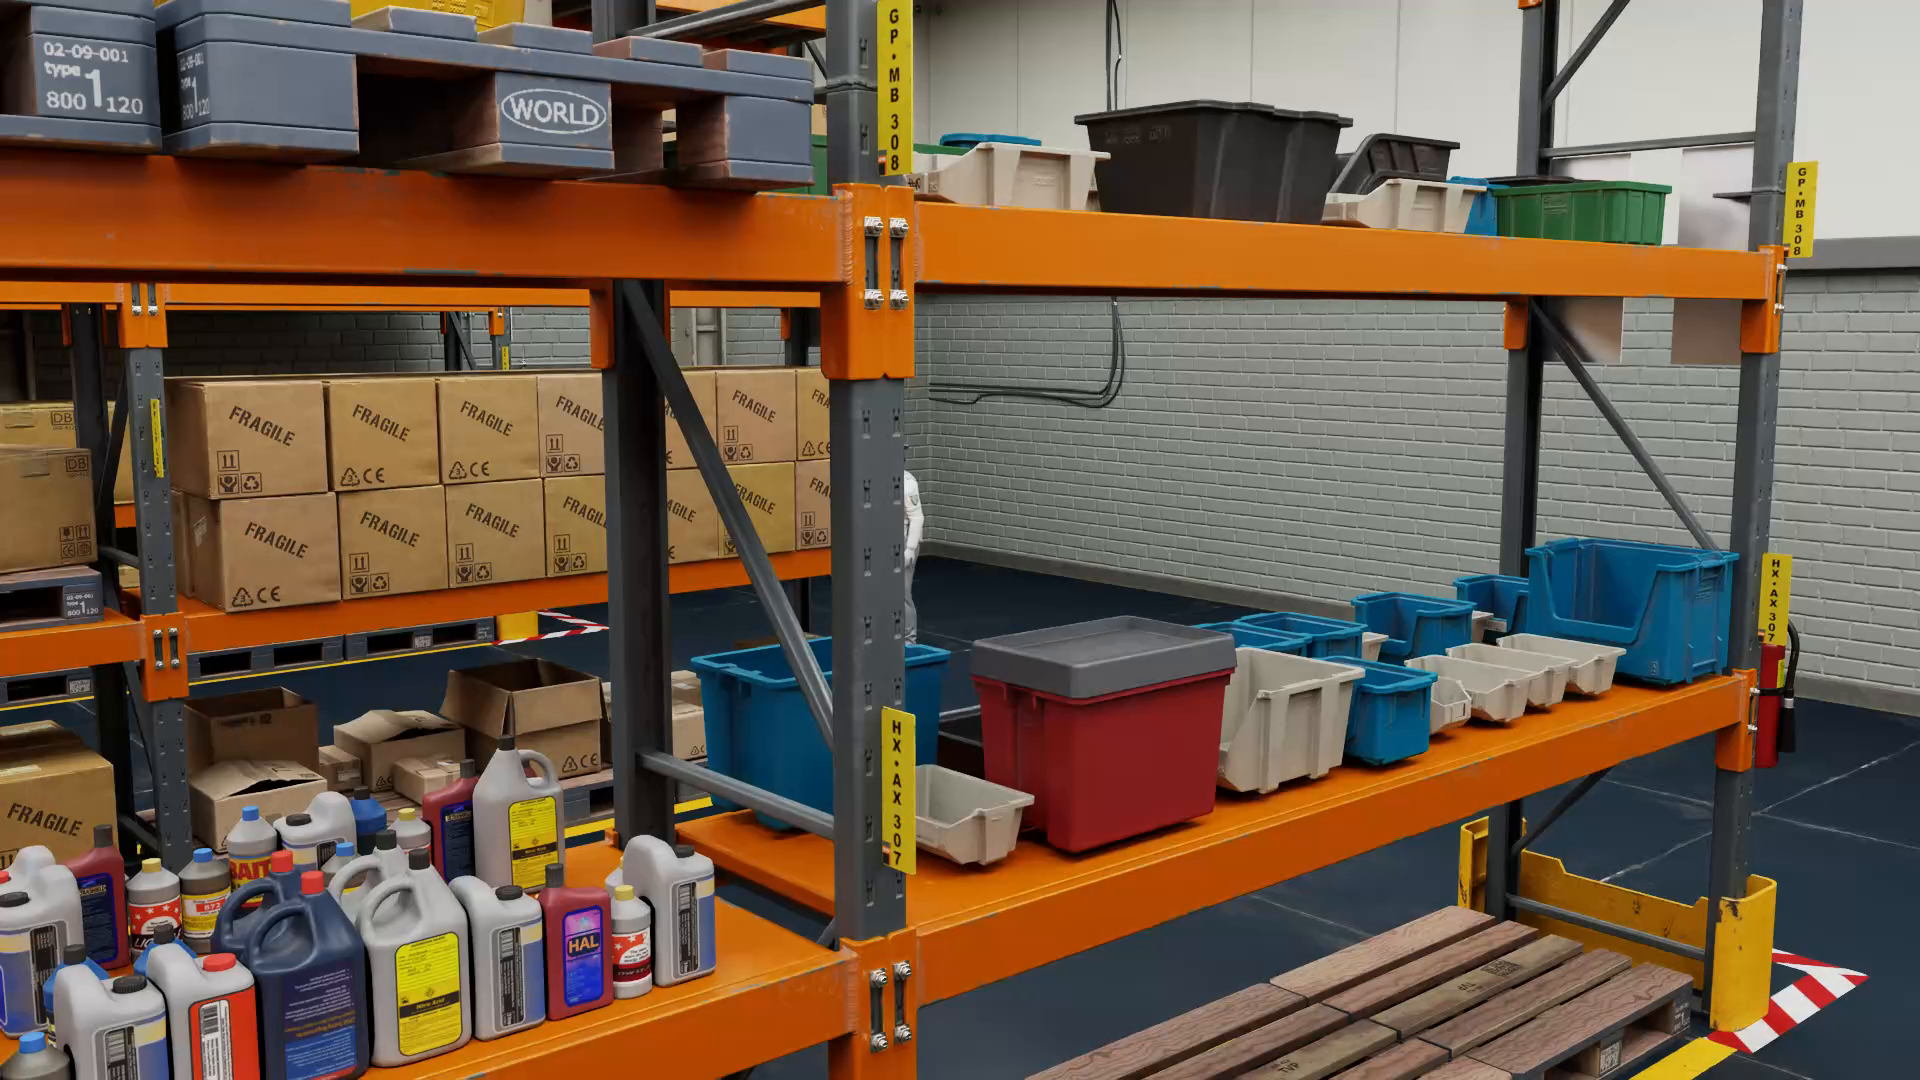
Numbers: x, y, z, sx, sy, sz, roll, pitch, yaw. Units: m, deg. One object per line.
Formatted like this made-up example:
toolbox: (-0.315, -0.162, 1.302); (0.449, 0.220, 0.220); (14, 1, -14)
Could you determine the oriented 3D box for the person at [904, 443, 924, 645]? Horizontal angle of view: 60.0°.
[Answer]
person: (-0.498, 0.052, 12.876); (0.371, 1.663, 0.530); (-6, 10, -40)
